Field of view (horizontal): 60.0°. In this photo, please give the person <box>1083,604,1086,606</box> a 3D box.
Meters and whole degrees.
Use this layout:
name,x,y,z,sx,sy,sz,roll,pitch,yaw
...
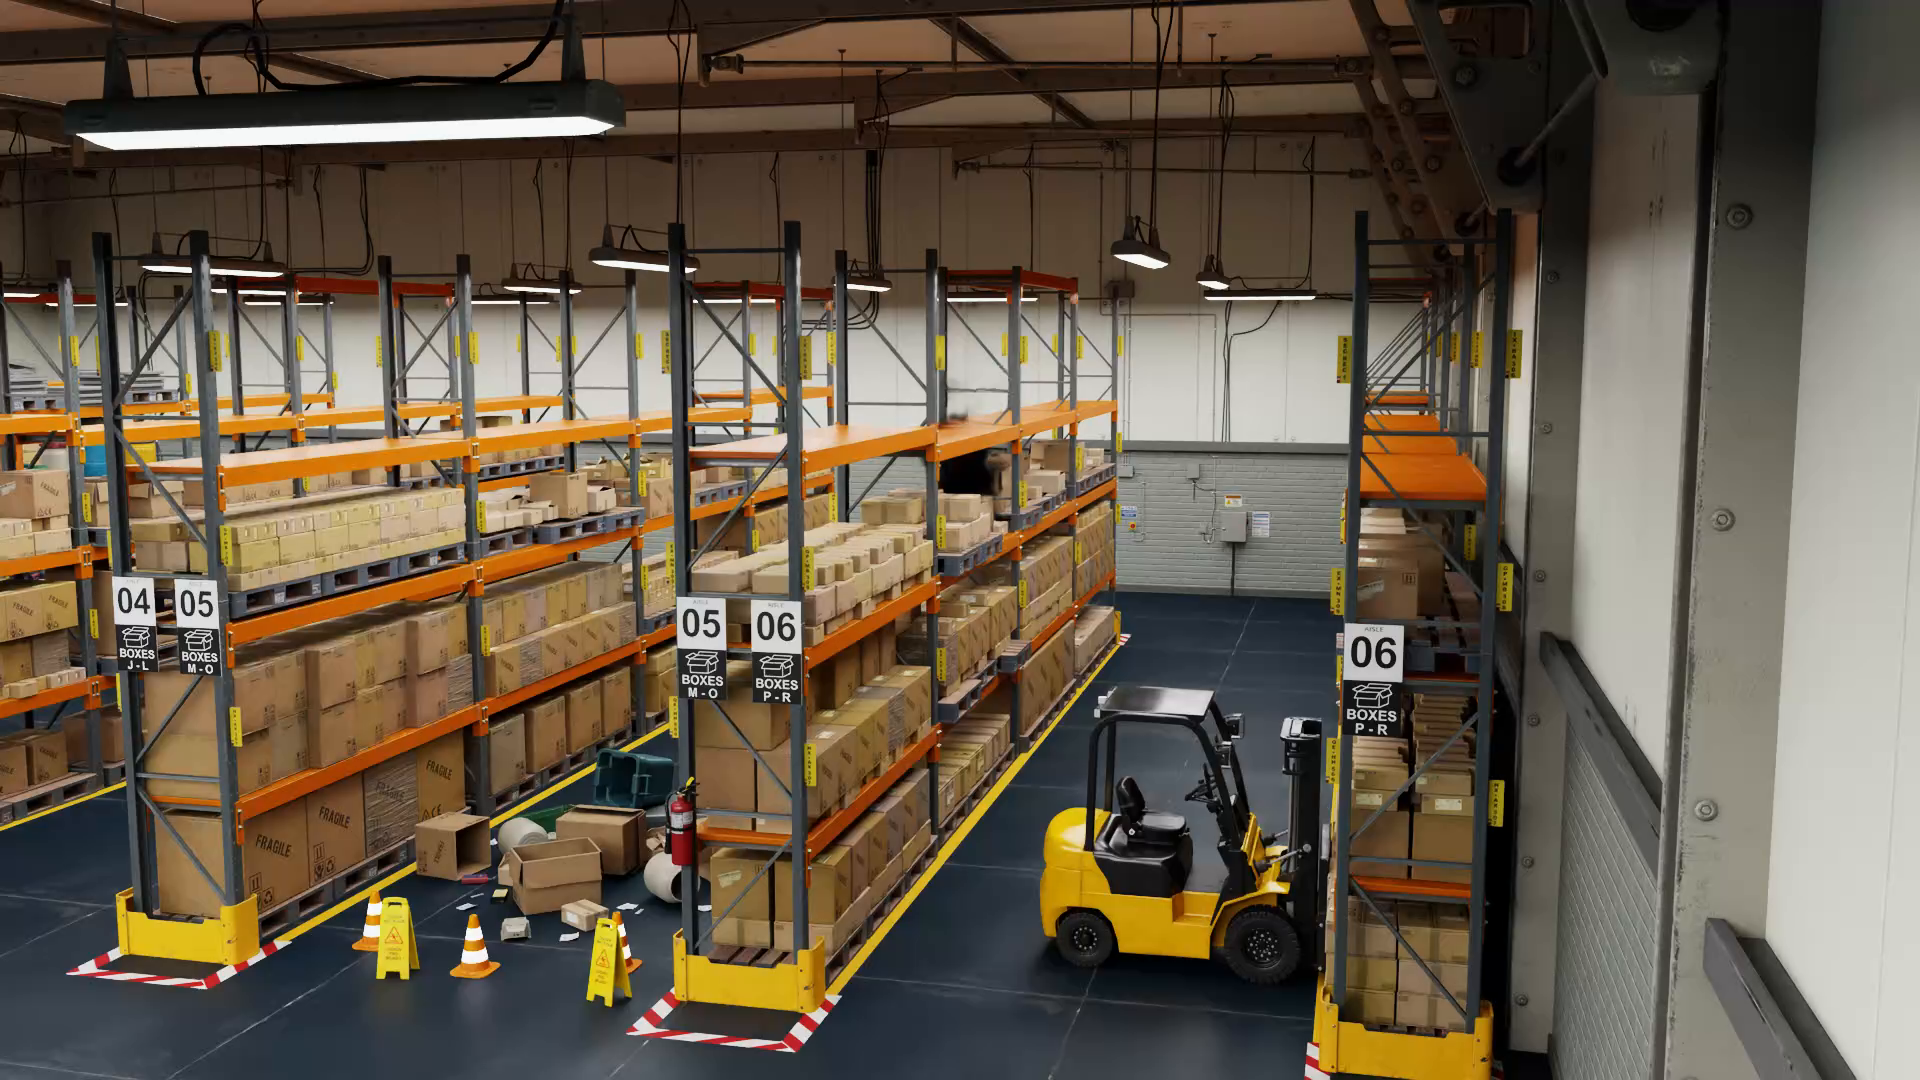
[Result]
name,x,y,z,sx,sy,sz,roll,pitch,yaw
person,2.029,0.763,29.692,0.510,1.586,0.694,4,8,31
